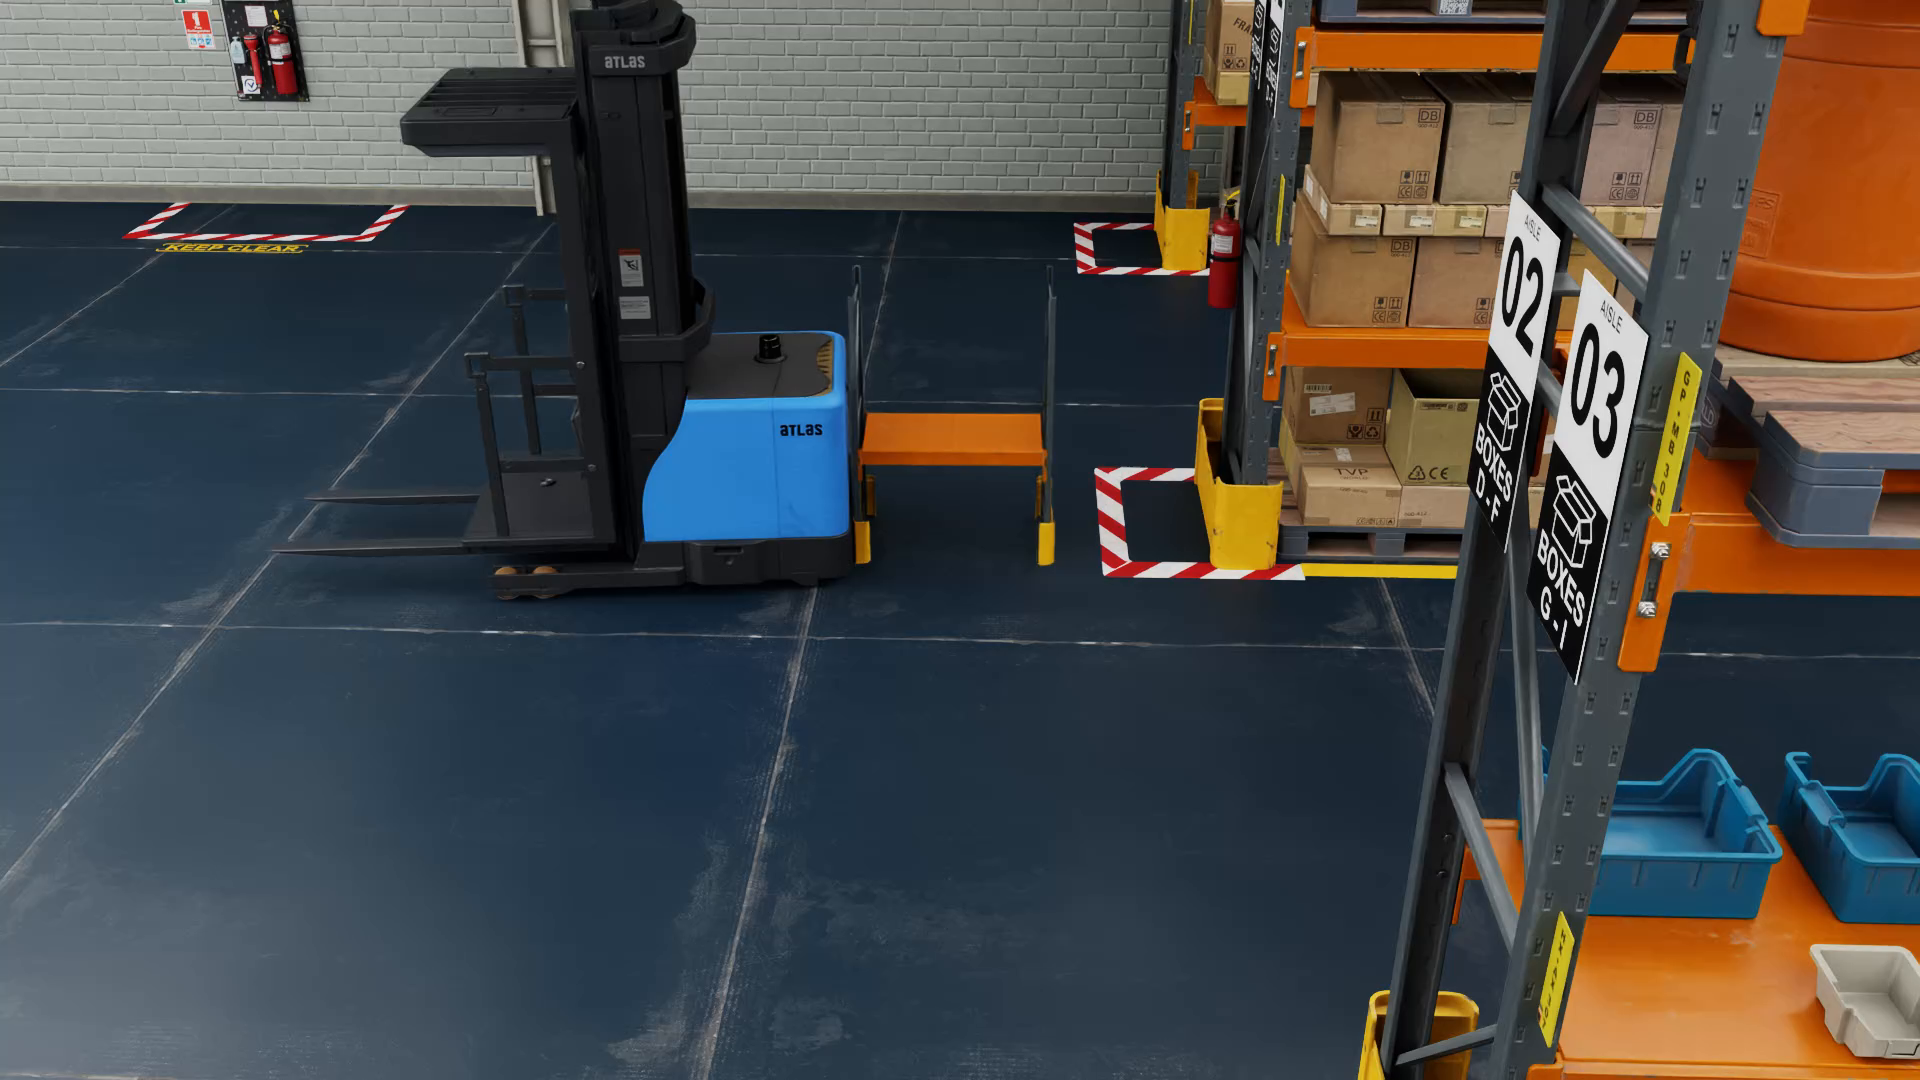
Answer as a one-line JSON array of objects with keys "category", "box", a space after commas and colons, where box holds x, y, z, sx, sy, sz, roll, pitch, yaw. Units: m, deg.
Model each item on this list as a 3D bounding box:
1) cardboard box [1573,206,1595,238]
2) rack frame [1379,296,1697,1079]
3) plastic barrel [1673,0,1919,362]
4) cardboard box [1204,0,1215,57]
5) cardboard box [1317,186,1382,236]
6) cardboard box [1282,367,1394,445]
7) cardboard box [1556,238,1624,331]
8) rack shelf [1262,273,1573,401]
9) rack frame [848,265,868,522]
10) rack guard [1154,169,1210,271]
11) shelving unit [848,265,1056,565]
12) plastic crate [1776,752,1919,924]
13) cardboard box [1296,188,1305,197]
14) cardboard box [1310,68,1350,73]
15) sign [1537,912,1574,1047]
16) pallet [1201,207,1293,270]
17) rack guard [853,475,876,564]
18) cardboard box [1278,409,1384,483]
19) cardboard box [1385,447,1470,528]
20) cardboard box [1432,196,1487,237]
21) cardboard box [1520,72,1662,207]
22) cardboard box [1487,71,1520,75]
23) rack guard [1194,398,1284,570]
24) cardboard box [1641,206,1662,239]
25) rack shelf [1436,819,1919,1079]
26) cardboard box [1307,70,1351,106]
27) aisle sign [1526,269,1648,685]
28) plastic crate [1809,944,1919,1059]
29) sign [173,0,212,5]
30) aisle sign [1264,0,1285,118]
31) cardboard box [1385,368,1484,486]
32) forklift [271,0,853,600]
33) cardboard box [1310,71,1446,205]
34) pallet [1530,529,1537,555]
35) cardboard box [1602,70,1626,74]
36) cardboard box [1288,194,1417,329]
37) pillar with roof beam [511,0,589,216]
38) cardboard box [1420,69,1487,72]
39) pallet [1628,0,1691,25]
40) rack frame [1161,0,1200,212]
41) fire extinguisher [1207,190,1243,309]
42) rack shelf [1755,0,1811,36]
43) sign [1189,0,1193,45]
[{"category": "cardboard box", "box": [2.992, -1.646, 8.352, 0.250, 0.149, 0.380, 0, 28, 0]}, {"category": "rack frame", "box": [1.397, 0.880, 4.387, 0.127, 3.000, 1.000, 1, 28, 2]}, {"category": "plastic barrel", "box": [1.887, -0.872, 3.583, 0.708, 0.830, 0.600, 1, 28, 2]}, {"category": "cardboard box", "box": [2.225, -4.123, 13.163, 0.500, 0.500, 0.500, 1, 28, 1]}, {"category": "cardboard box", "box": [1.960, -1.662, 8.383, 0.250, 0.149, 0.380, 1, 28, 1]}, {"category": "cardboard box", "box": [2.122, -0.871, 9.377, 0.500, 0.500, 0.500, 1, 28, 2]}, {"category": "cardboard box", "box": [3.063, -1.452, 8.679, 0.500, 0.500, 0.700, 1, 28, 2]}, {"category": "rack shelf", "box": [3.574, -1.088, 8.867, 4.000, 0.370, 1.077, 1, 28, 2]}, {"category": "rack frame", "box": [-0.546, -0.673, 8.917, 0.032, 1.500, 0.500, 0, 28, 1]}, {"category": "rack guard", "box": [1.823, -2.651, 13.718, 0.348, 0.500, 1.175, 1, 28, 2]}, {"category": "shelving unit", "box": [-0.028, -0.669, 8.912, 1.083, 1.500, 0.587, 0, 28, 1]}, {"category": "plastic crate", "box": [2.556, 0.827, 4.645, 0.408, 0.251, 0.499, 1, 28, 2]}, {"category": "cardboard box", "box": [3.005, -2.701, 13.543, 0.500, 0.311, 0.500, 3, 28, 6]}, {"category": "cardboard box", "box": [2.707, -3.870, 12.685, 0.500, 0.500, 0.500, 1, 28, 2]}, {"category": "sign", "box": [1.373, 1.015, 3.837, 0.005, 0.325, 0.100, 1, 28, 2]}, {"category": "pallet", "box": [2.633, -2.494, 13.729, 1.213, 0.211, 1.003, 1, 28, 2]}, {"category": "rack guard", "box": [-0.526, -0.120, 9.210, 0.087, 0.250, 0.587, 0, 28, 1]}, {"category": "cardboard box", "box": [2.122, -0.539, 9.551, 0.500, 0.250, 0.500, 1, 28, 2]}, {"category": "cardboard box", "box": [2.603, -0.290, 9.081, 0.500, 0.250, 0.500, 1, 28, 2]}, {"category": "cardboard box", "box": [2.473, -1.654, 8.368, 0.250, 0.149, 0.380, 1, 28, 2]}, {"category": "cardboard box", "box": [3.124, -2.027, 8.379, 0.500, 0.500, 0.700, 1, 28, 2]}, {"category": "cardboard box", "box": [4.259, -3.513, 12.813, 0.500, 0.250, 0.500, 1, 28, 2]}, {"category": "rack guard", "box": [1.551, -0.334, 9.347, 0.348, 0.500, 1.175, 1, 28, 2]}, {"category": "cardboard box", "box": [3.496, -1.636, 8.334, 0.250, 0.149, 0.380, 1, 28, 2]}, {"category": "rack shelf", "box": [3.396, 1.231, 4.493, 4.000, 0.370, 1.077, 1, 28, 2]}, {"category": "cardboard box", "box": [2.742, -3.541, 12.866, 0.500, 0.250, 0.500, 0, 28, 0]}, {"category": "aisle sign", "box": [1.315, -0.133, 3.522, 0.004, 0.787, 0.394, 1, 28, 2]}, {"category": "plastic crate", "box": [2.280, 1.162, 4.137, 0.250, 0.136, 0.298, 1, 28, 2]}, {"category": "sign", "box": [-6.533, -4.611, 14.143, 0.331, 0.109, 0.001, 1, 28, 2]}, {"category": "aisle sign", "box": [1.499, -2.445, 7.884, 0.004, 0.787, 0.394, 1, 28, 2]}, {"category": "cardboard box", "box": [2.603, -0.620, 8.904, 0.500, 0.500, 0.500, 1, 28, 2]}, {"category": "forklift", "box": [-2.104, -1.239, 8.458, 3.031, 2.935, 1.130, -2, 28, -3]}, {"category": "cardboard box", "box": [2.094, -2.041, 8.406, 0.500, 0.500, 0.700, 1, 28, 2]}, {"category": "pallet", "box": [3.557, -0.192, 9.387, 1.213, 0.211, 1.003, 1, 28, 2]}, {"category": "cardboard box", "box": [4.762, -3.834, 12.617, 0.500, 0.500, 0.500, 1, 28, 2]}, {"category": "cardboard box", "box": [2.042, -1.469, 8.712, 0.500, 0.500, 0.700, 1, 28, 2]}, {"category": "pillar with roof beam", "box": [-3.672, -4.885, 8.858, 0.400, 9.000, 9.100, 1, 28, 2]}, {"category": "cardboard box", "box": [3.739, -3.855, 12.658, 0.500, 0.500, 0.500, 2, 28, 3]}, {"category": "pallet", "box": [3.504, -2.682, 7.998, 1.213, 0.211, 1.003, 1, 28, 2]}, {"category": "rack frame", "box": [1.747, -3.757, 13.135, 0.127, 3.000, 1.000, 1, 28, 2]}, {"category": "fire extinguisher", "box": [1.474, -1.624, 9.193, 0.183, 0.674, 0.296, 1, 28, 2]}, {"category": "rack shelf", "box": [3.396, -1.243, 3.182, 4.000, 0.370, 1.077, 1, 28, 2]}, {"category": "sign", "box": [1.728, -3.886, 12.453, 0.005, 0.325, 0.100, 1, 28, 2]}]
